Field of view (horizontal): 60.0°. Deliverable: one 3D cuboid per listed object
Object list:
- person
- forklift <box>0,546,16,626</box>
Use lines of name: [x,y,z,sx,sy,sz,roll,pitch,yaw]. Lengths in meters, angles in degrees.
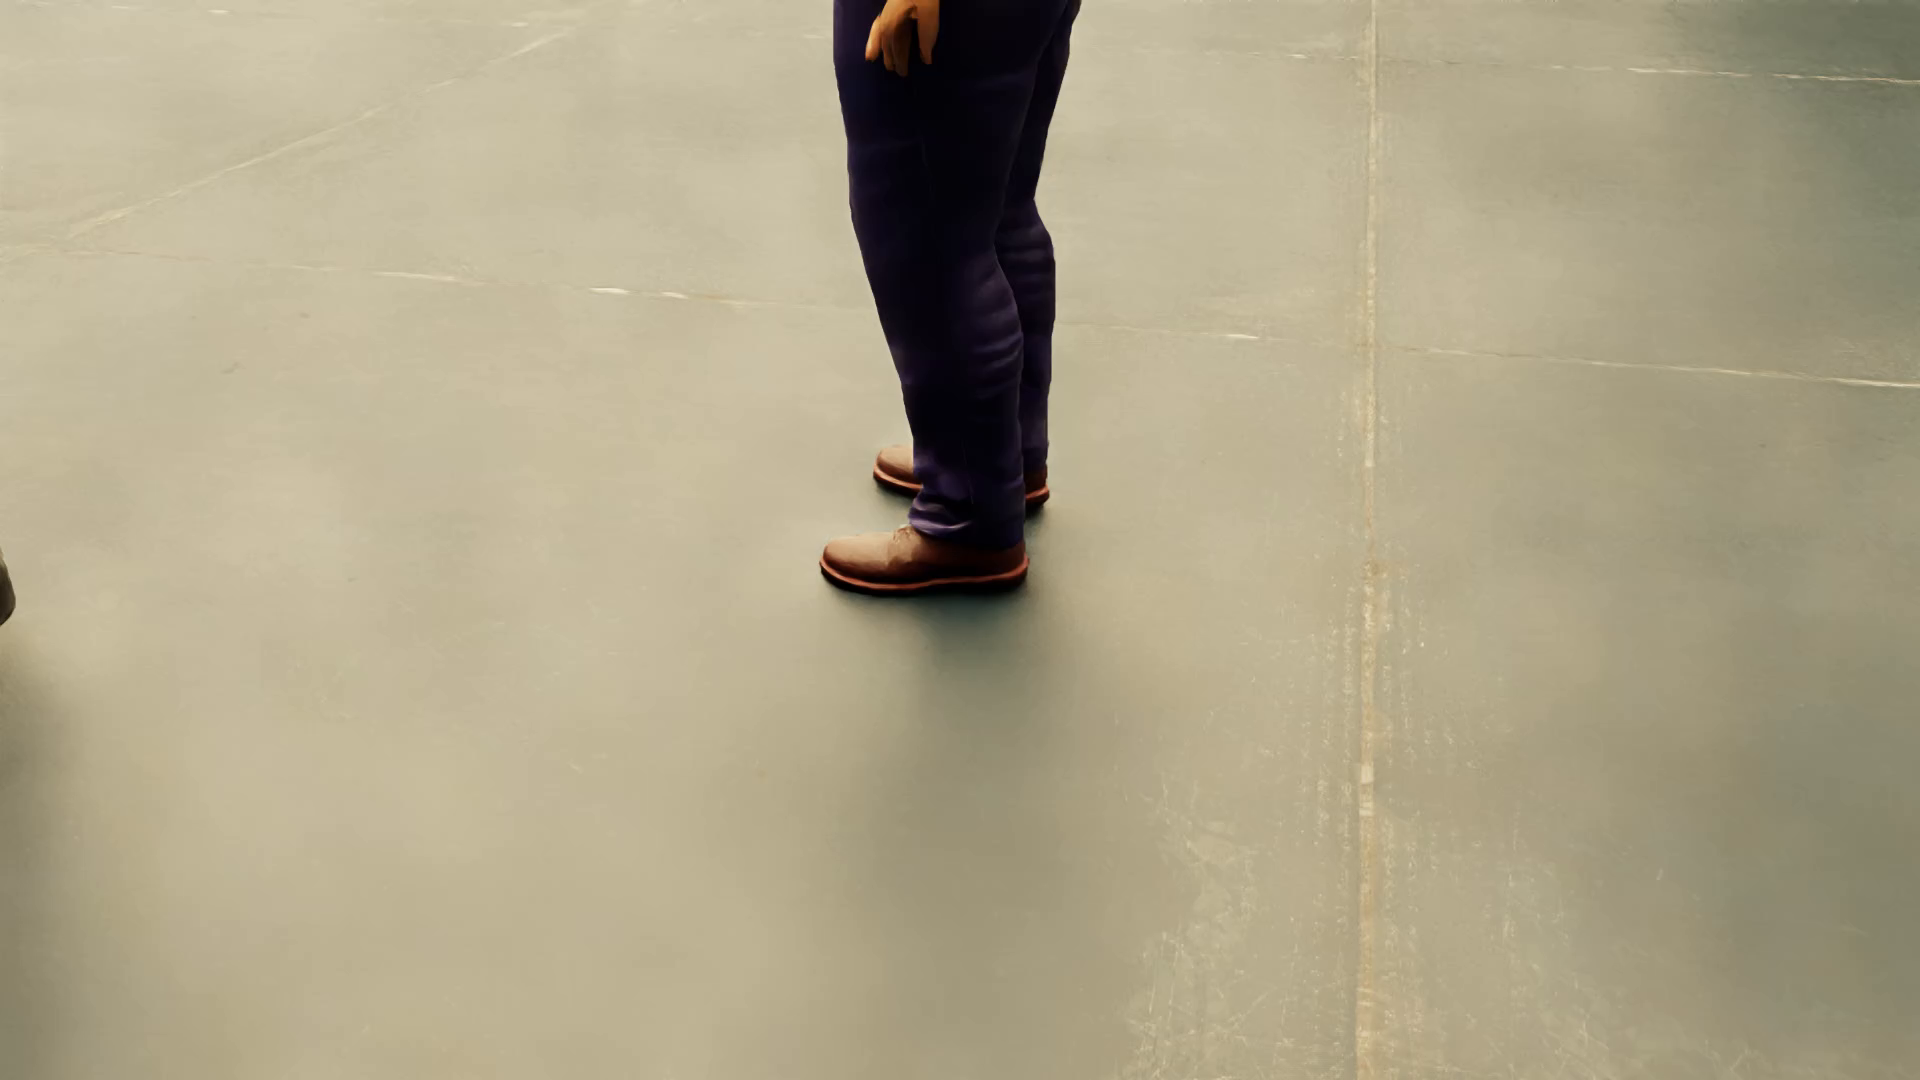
person: [-0.013,-0.733,2.143,0.349,1.639,0.480,6,27,11]
forklift: [-2.741,-1.323,1.868,3.031,2.935,1.130,16,31,29]
